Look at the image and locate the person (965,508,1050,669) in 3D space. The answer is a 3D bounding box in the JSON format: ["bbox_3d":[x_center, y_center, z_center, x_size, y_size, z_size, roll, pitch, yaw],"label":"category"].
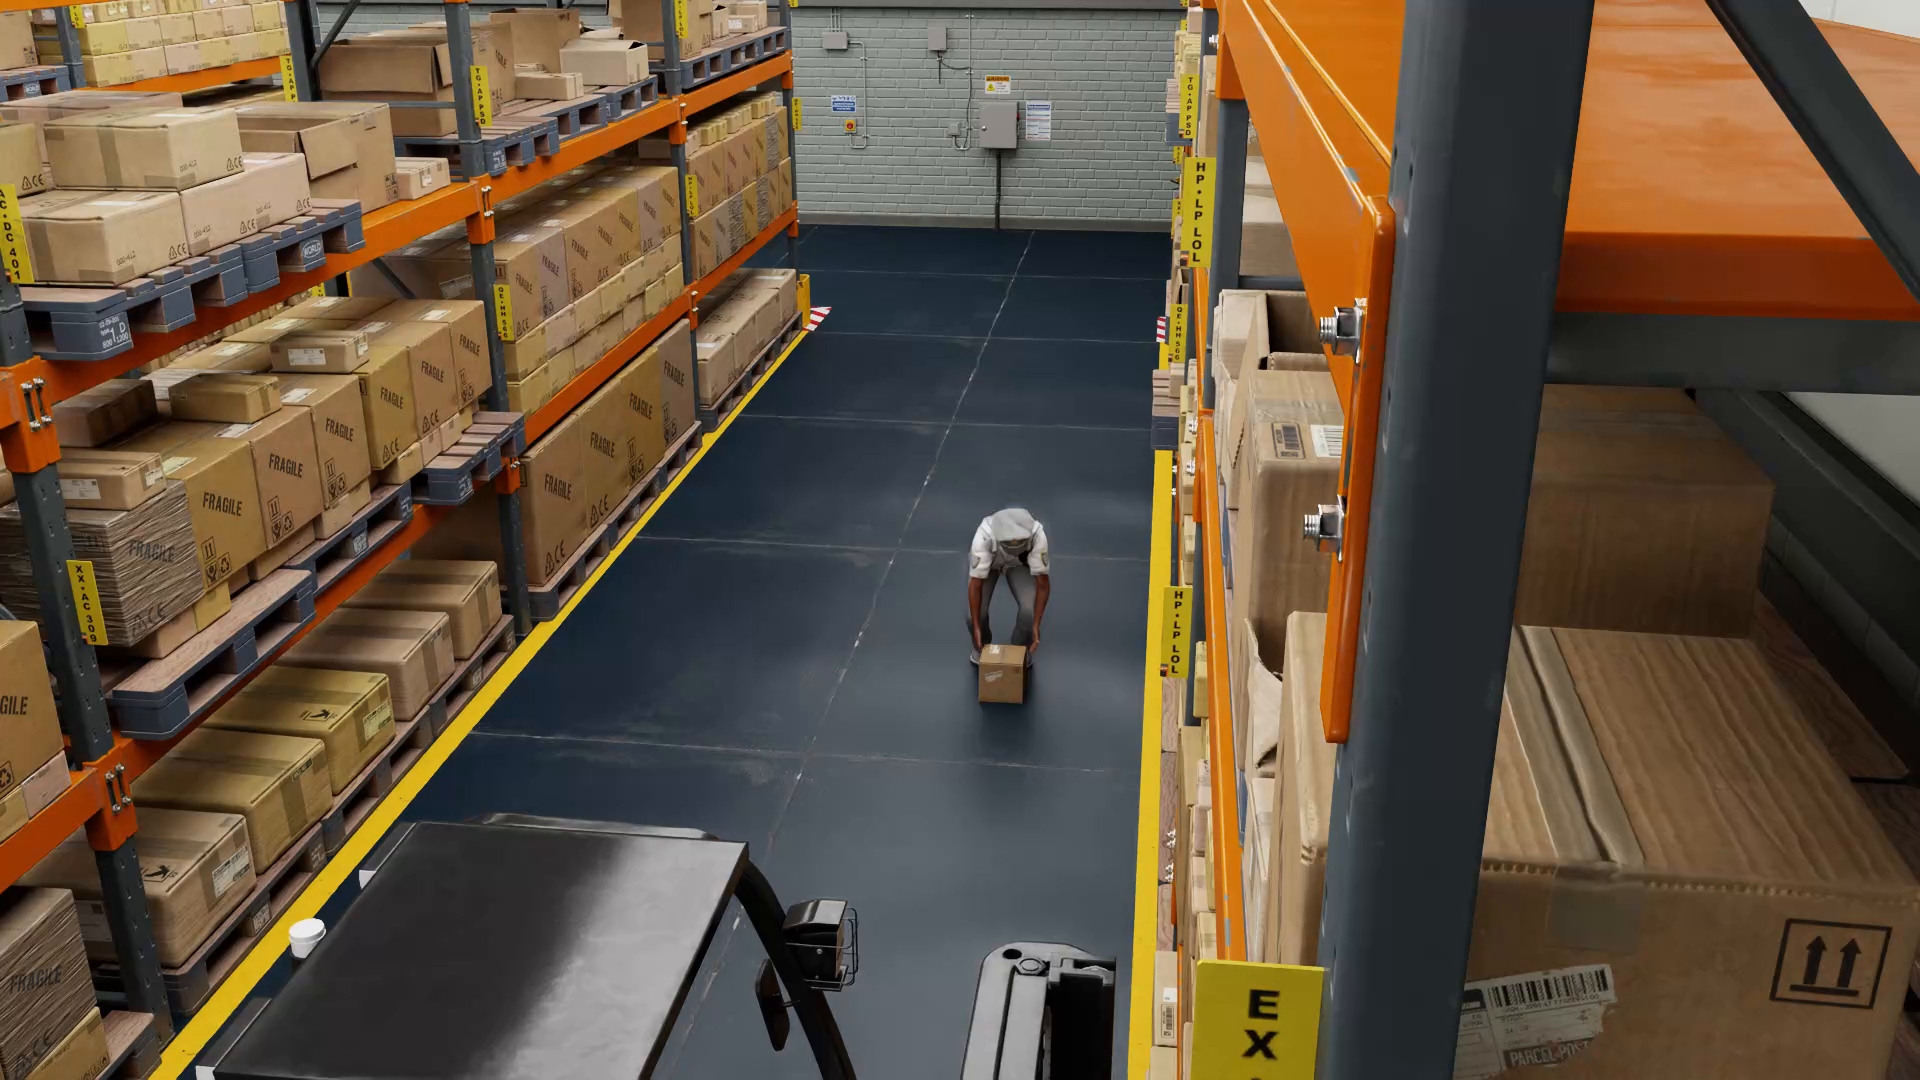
[{"bbox_3d":[0.279,0.247,9.757,0.494,1.083,0.834,1,21,1],"label":"person"}]
